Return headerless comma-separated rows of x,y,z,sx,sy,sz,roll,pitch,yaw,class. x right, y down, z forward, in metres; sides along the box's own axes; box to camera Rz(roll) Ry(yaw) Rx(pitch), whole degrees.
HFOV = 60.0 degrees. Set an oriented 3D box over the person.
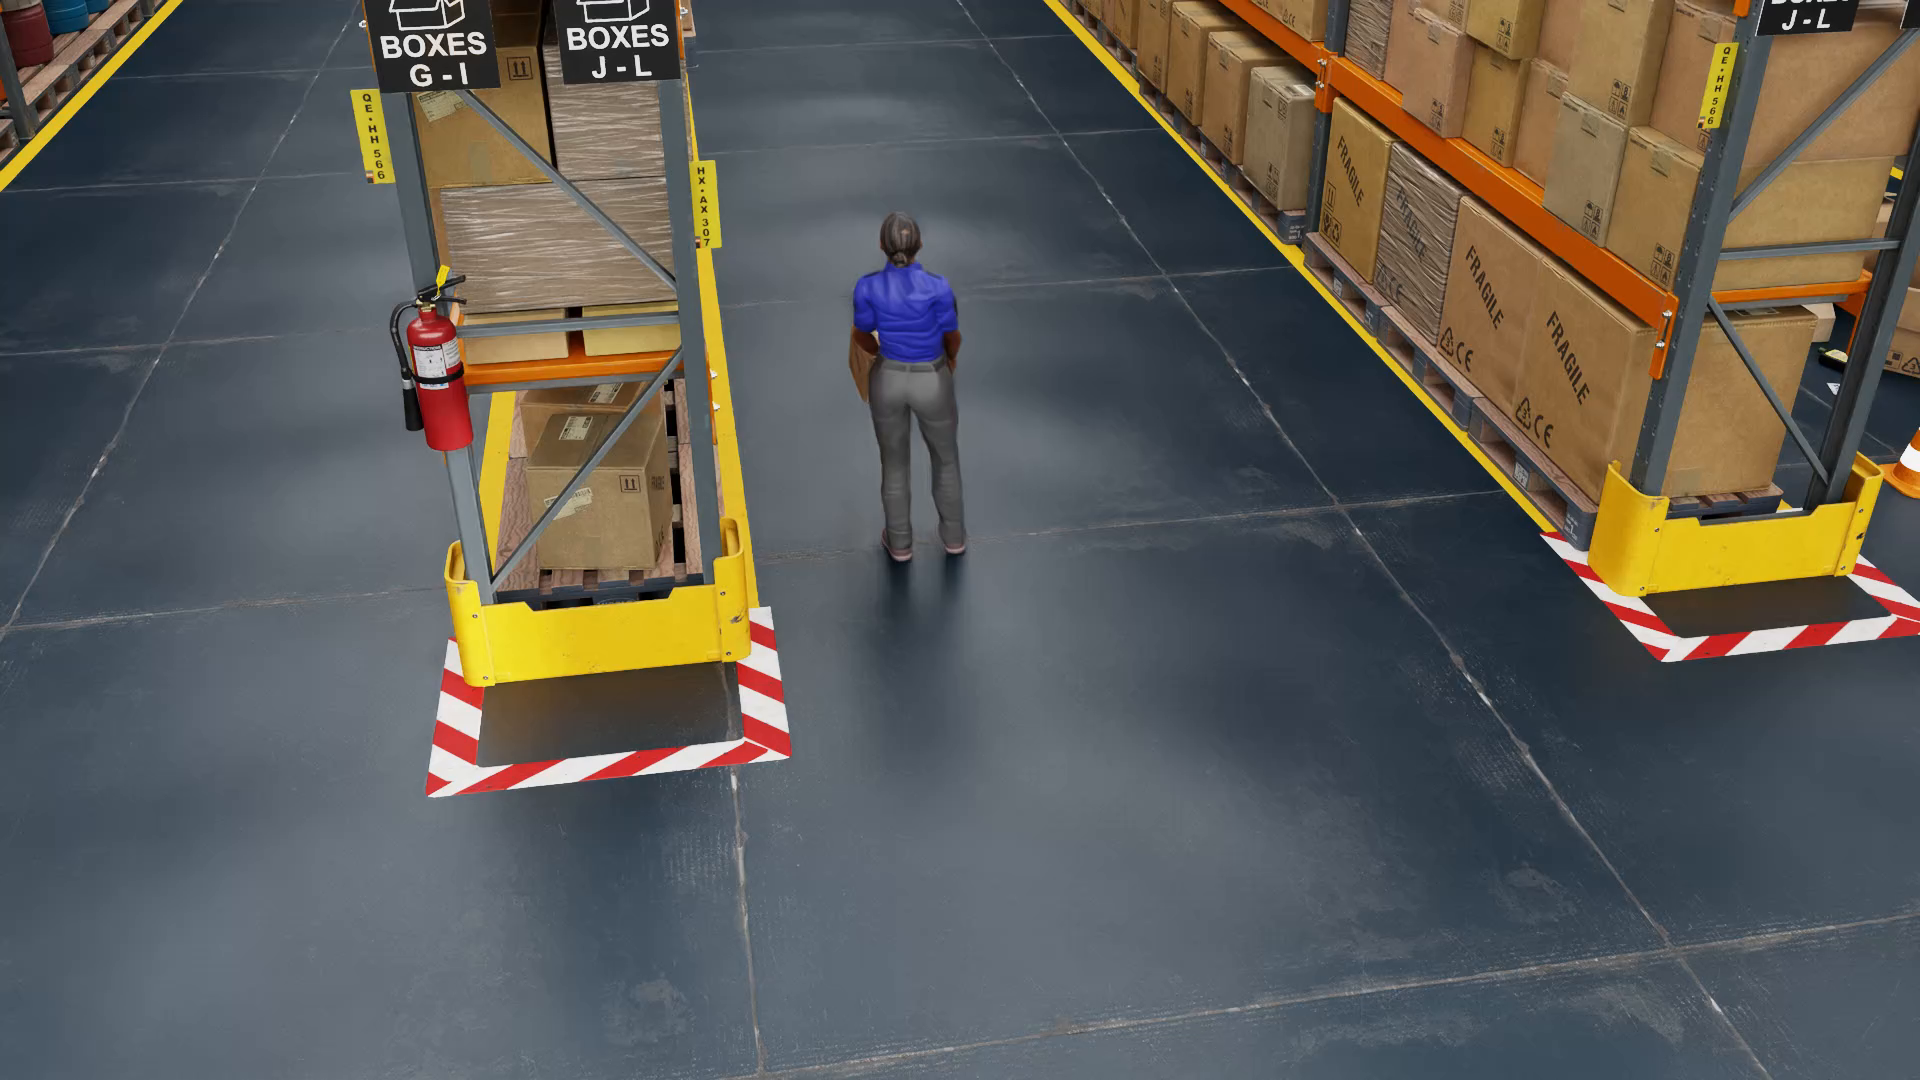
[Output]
-0.210,-0.673,7.255,0.482,1.656,0.470,3,31,6,person
